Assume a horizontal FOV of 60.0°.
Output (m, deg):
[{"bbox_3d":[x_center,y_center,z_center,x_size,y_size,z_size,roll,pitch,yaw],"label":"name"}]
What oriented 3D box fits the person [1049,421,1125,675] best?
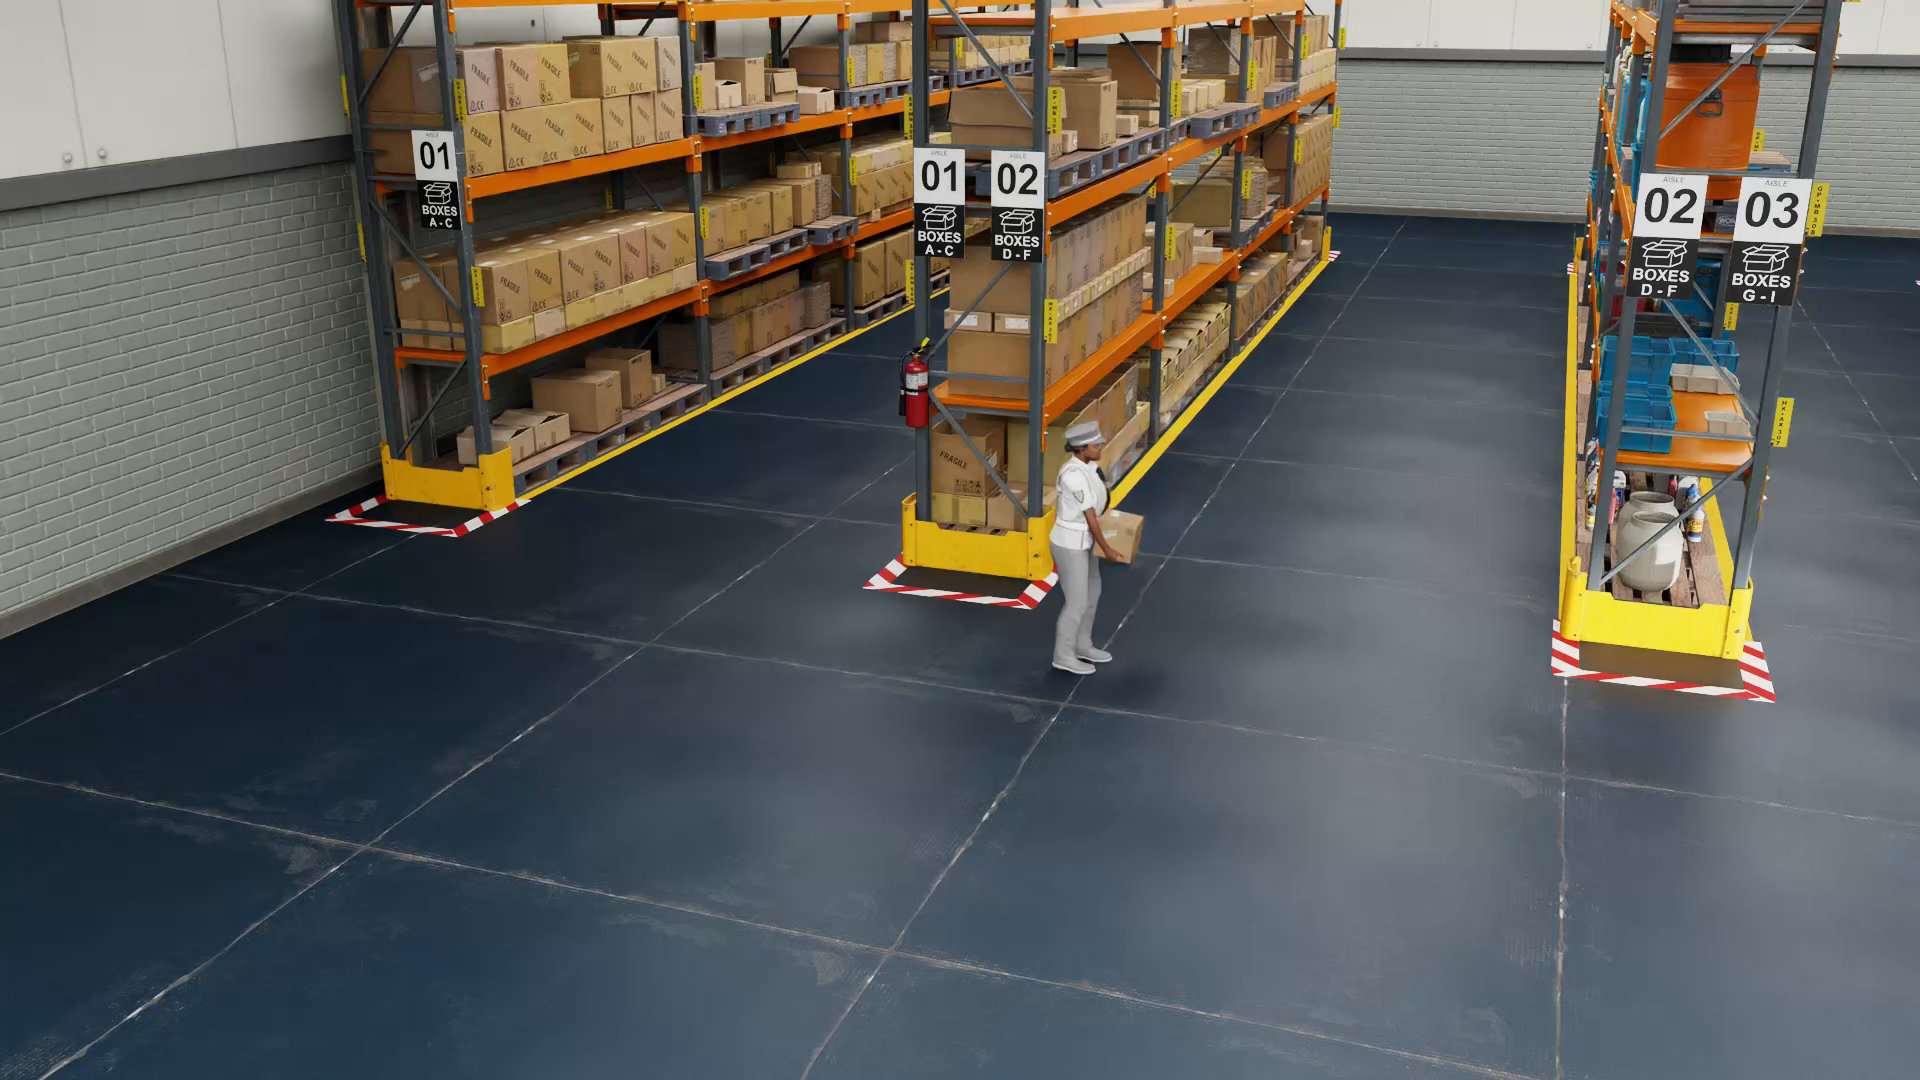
[{"bbox_3d":[0.856,0.041,10.921,0.530,1.685,0.416,6,20,17],"label":"person"}]
